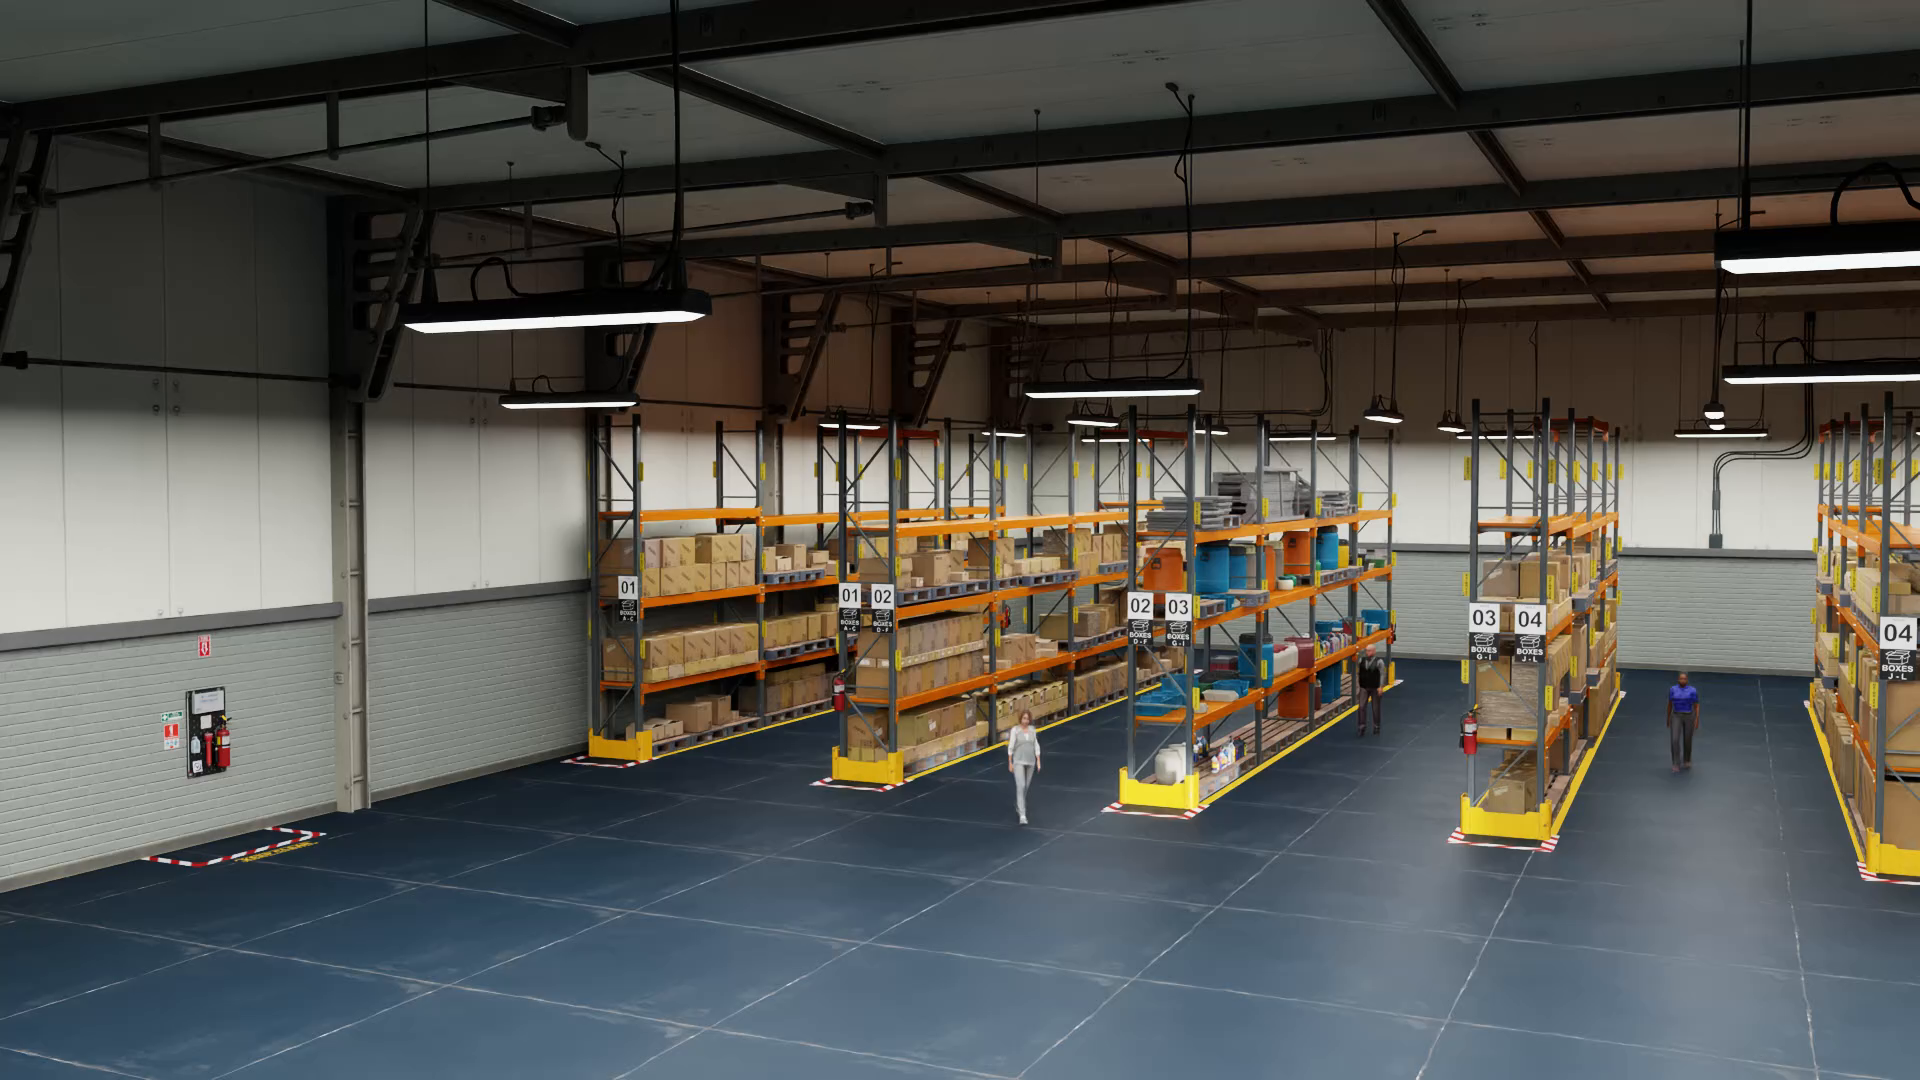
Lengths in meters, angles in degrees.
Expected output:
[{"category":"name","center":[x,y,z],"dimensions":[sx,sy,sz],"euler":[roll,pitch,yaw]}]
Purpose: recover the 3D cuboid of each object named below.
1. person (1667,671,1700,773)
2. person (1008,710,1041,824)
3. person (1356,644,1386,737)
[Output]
[{"category":"person","center":[12.124,3.034,27.892],"dimensions":[0.507,1.679,0.642],"euler":[1,3,26]},{"category":"person","center":[0.923,3.219,23.846],"dimensions":[0.456,1.565,0.804],"euler":[-1,3,-26]},{"category":"person","center":[7.786,2.845,31.569],"dimensions":[0.584,1.732,0.696],"euler":[2,3,35]}]
